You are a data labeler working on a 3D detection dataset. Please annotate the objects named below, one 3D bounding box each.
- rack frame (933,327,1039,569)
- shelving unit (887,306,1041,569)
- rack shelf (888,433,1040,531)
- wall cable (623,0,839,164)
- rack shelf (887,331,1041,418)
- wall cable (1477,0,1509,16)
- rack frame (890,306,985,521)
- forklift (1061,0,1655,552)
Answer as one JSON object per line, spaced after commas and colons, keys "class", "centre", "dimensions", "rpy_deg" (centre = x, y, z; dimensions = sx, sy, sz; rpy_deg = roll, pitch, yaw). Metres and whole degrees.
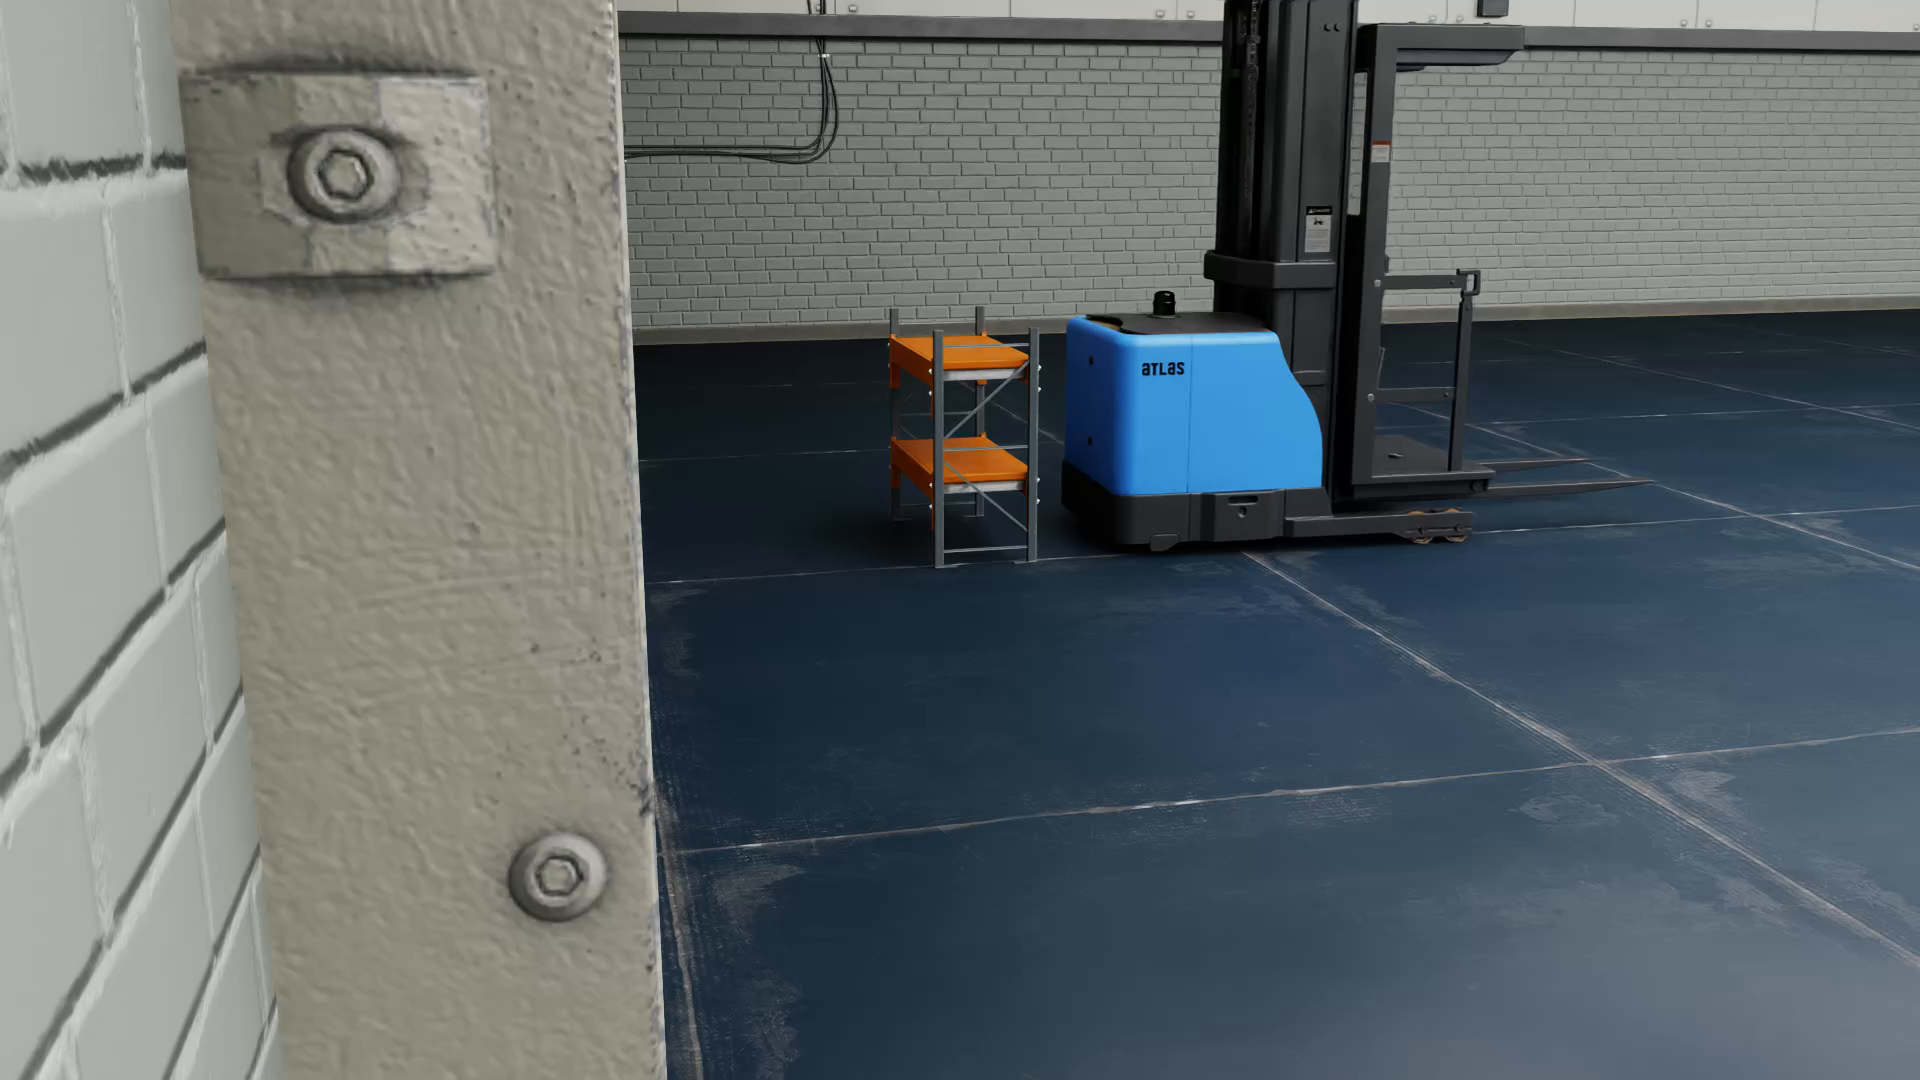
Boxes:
{"class": "rack frame", "centre": [0.121, -0.428, 7.807], "dimensions": [0.500, 1.125, 0.032], "rpy_deg": [-3, 14, -13]}
{"class": "shelving unit", "centre": [0.002, -0.545, 8.287], "dimensions": [0.538, 1.125, 1.048], "rpy_deg": [-3, 14, -13]}
{"class": "rack shelf", "centre": [0.002, -0.307, 8.345], "dimensions": [0.538, 0.278, 1.000], "rpy_deg": [-3, 14, -13]}
{"class": "wall cable", "centre": [-2.670, -4.778, 15.565], "dimensions": [3.097, 2.526, 0.112], "rpy_deg": [-3, 14, -13]}
{"class": "rack shelf", "centre": [0.002, -0.829, 8.218], "dimensions": [0.538, 0.278, 1.000], "rpy_deg": [-3, 14, -13]}
{"class": "wall cable", "centre": [6.562, -8.464, 16.944], "dimensions": [2.305, 6.003, 0.169], "rpy_deg": [-3, 14, -13]}
{"class": "rack frame", "centre": [-0.118, -0.662, 8.767], "dimensions": [0.500, 1.125, 0.032], "rpy_deg": [-3, 14, -13]}
{"class": "forklift", "centre": [2.115, -1.522, 8.482], "dimensions": [3.031, 2.935, 1.130], "rpy_deg": [-3, 14, -12]}
